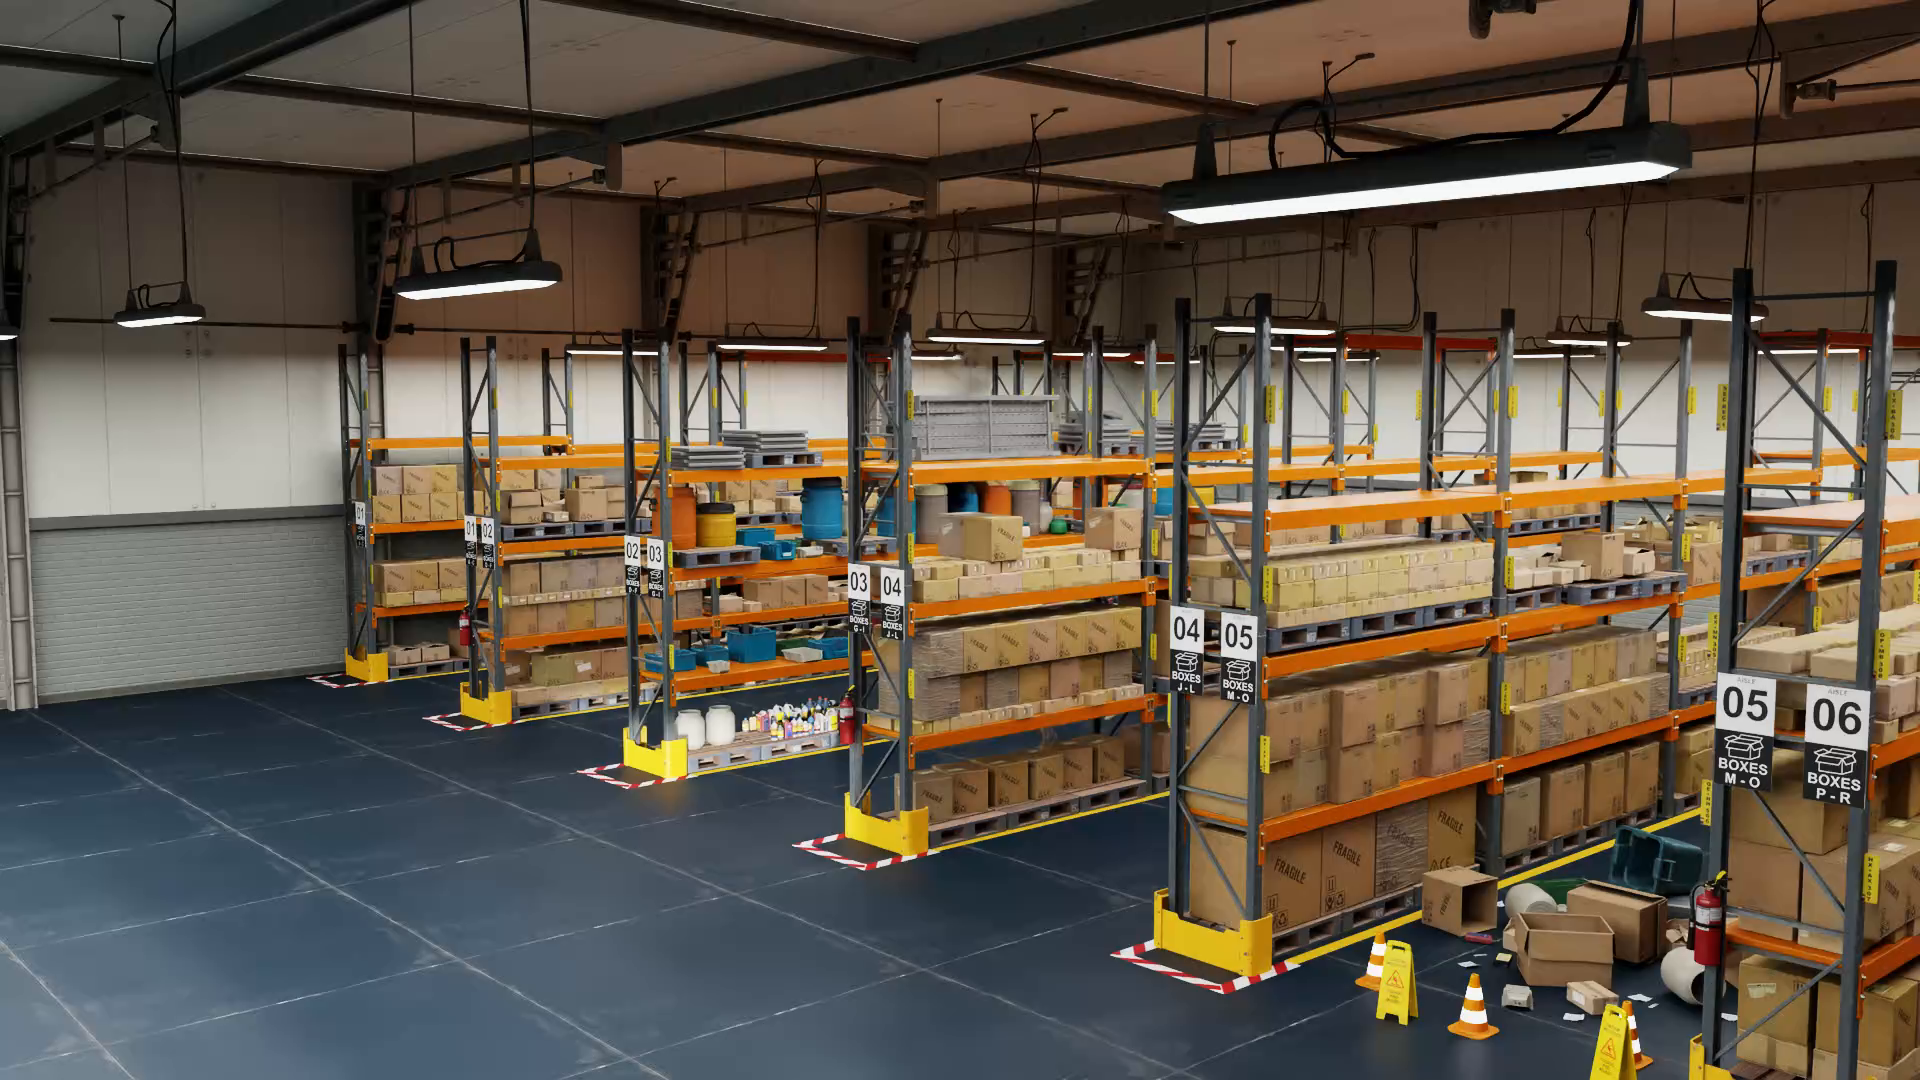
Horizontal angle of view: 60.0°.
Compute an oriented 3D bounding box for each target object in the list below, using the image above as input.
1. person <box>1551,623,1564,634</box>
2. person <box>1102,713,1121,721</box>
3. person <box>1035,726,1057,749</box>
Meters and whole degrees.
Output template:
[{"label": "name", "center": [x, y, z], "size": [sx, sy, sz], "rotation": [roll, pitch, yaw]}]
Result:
[{"label": "person", "center": [9.117, 2.052, 25.457], "size": [0.598, 1.666, 0.874], "rotation": [5, 7, 43]}, {"label": "person", "center": [2.337, 1.814, 24.885], "size": [0.562, 1.671, 0.855], "rotation": [3, 6, 31]}, {"label": "person", "center": [1.070, 2.002, 22.492], "size": [0.645, 1.814, 0.646], "rotation": [-5, 7, -43]}]
